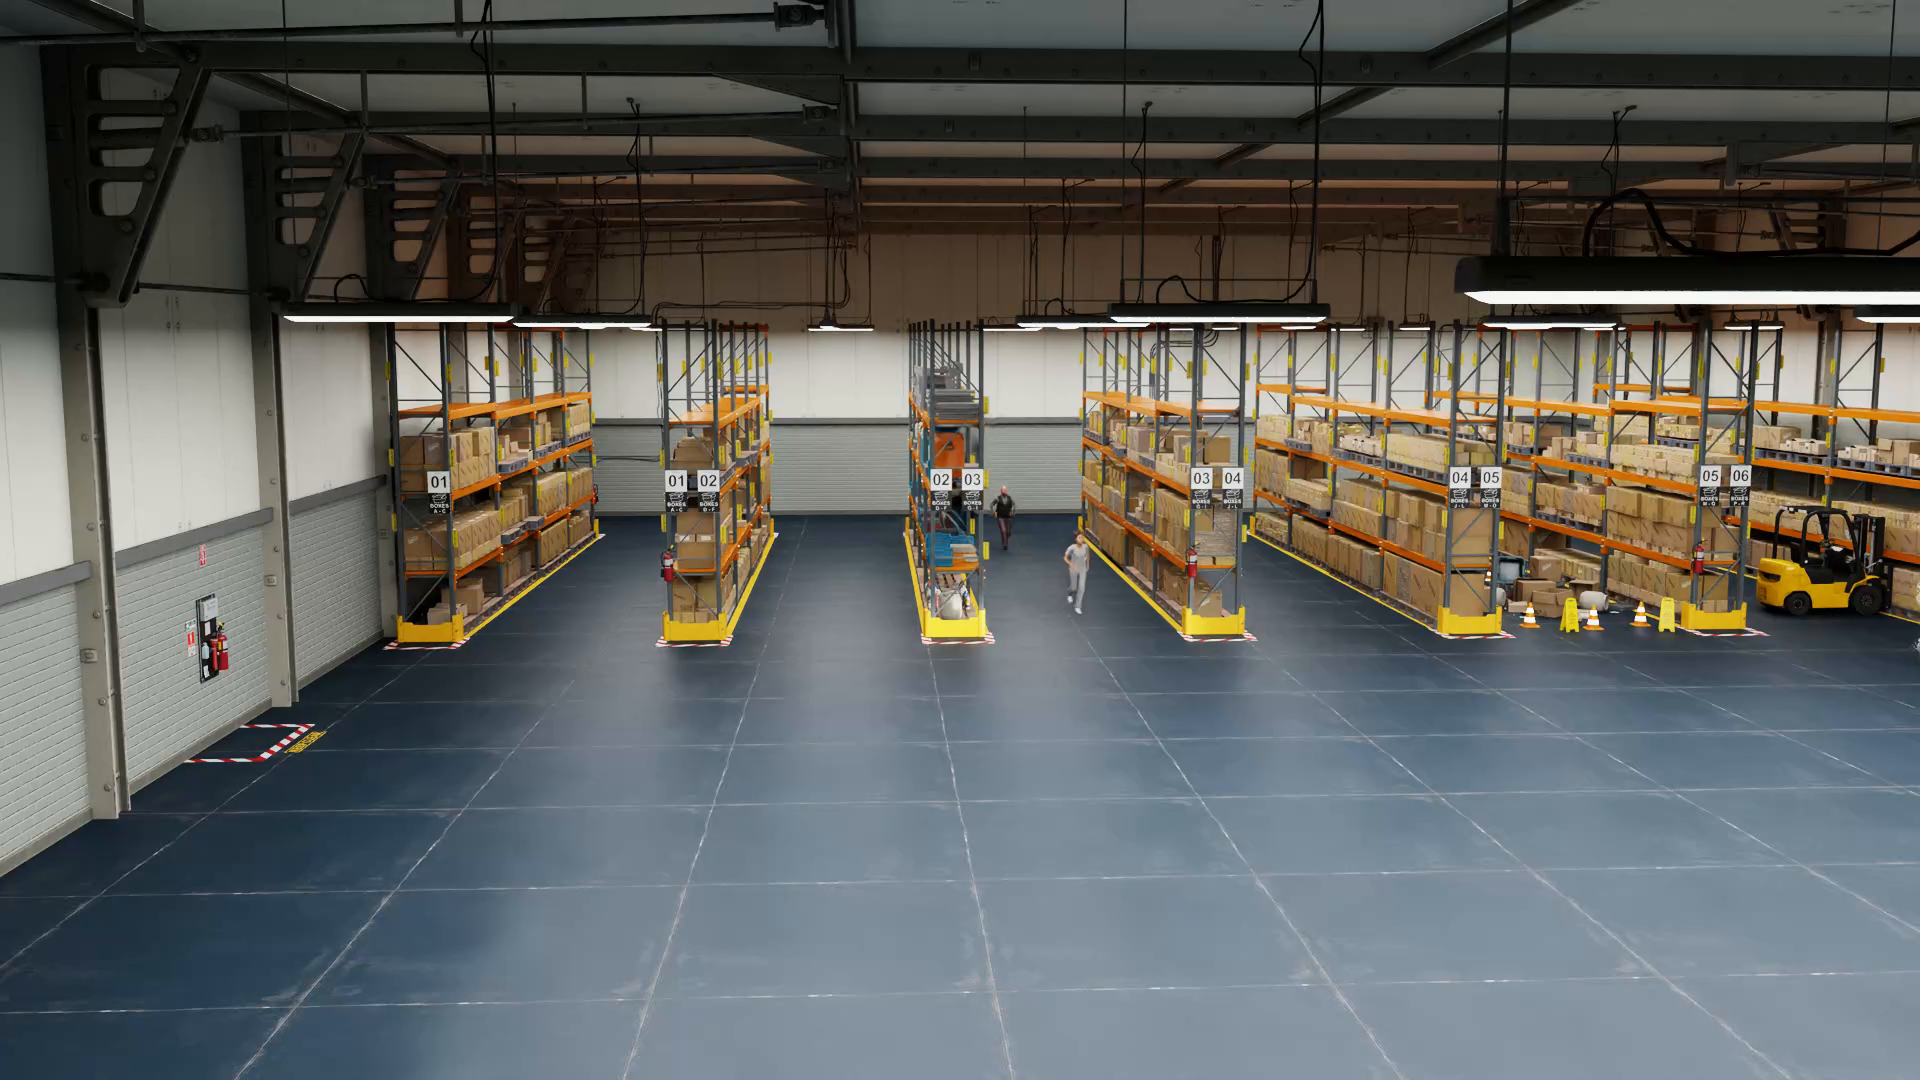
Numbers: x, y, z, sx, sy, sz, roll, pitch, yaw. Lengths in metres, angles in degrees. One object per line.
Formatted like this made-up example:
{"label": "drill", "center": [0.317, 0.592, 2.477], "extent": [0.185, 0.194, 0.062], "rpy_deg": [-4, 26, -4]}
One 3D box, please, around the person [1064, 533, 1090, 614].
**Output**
{"label": "person", "center": [2.437, 0.655, 34.537], "extent": [0.589, 1.658, 0.887], "rpy_deg": [-2, 7, -15]}

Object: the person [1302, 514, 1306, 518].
{"label": "person", "center": [10.128, -0.989, 48.503], "extent": [0.582, 1.499, 0.640], "rpy_deg": [-5, 9, -36]}

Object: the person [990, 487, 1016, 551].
{"label": "person", "center": [1.156, -0.580, 44.297], "extent": [0.691, 1.692, 0.783], "rpy_deg": [-1, 7, -10]}
